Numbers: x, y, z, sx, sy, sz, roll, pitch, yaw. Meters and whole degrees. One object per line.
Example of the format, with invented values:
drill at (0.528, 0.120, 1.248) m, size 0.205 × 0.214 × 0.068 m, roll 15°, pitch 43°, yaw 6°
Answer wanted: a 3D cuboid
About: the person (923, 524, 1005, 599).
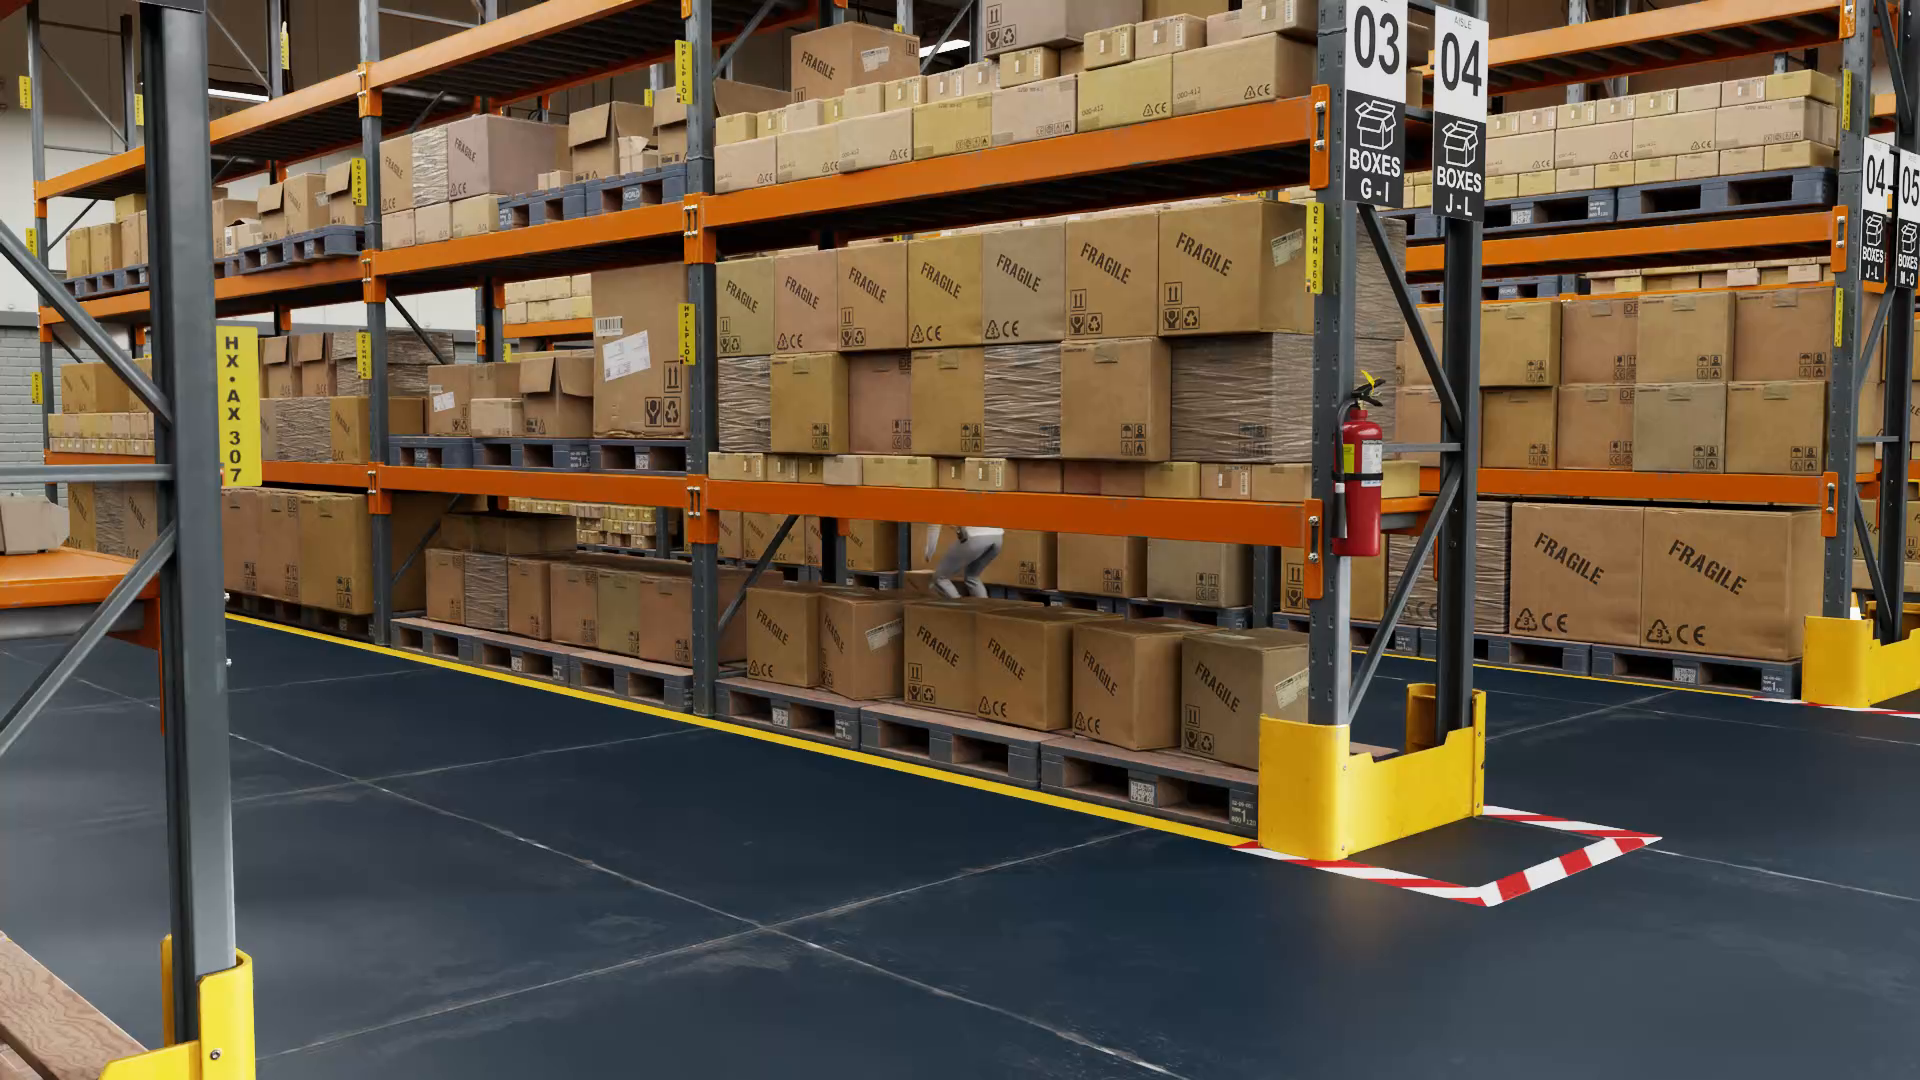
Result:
person at (0.004, 0.010, 12.631) m, size 0.534 × 1.430 × 0.673 m, roll -4°, pitch 6°, yaw -43°
